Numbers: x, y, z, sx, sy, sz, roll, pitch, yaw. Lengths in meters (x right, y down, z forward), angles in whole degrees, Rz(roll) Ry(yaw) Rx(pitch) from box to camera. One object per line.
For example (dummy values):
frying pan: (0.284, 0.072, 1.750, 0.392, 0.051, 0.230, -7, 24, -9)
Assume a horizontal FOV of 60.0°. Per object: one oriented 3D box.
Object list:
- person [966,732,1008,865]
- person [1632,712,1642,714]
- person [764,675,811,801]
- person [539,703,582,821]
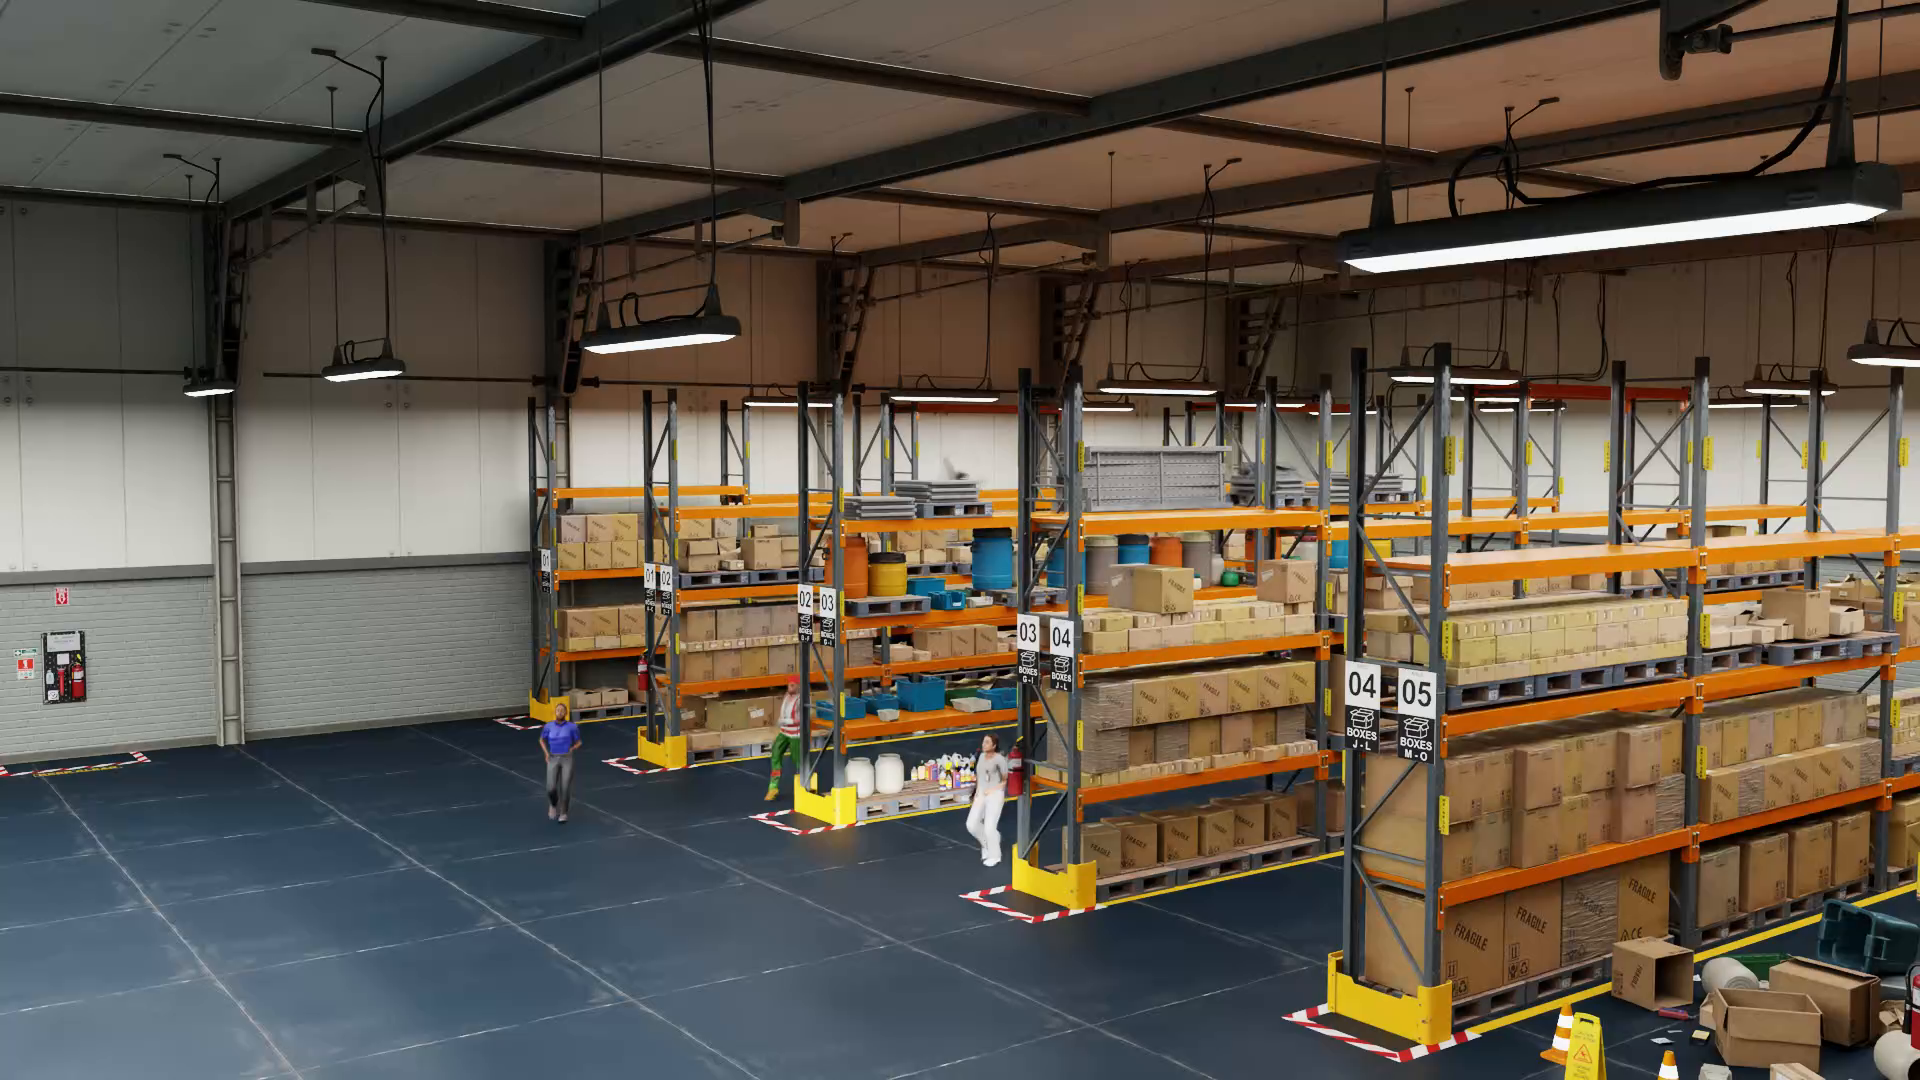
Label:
person: (0.349, 3.152, 20.216, 0.572, 1.635, 0.537, 3, 4, 39)
person: (8.533, 3.058, 20.820, 0.799, 1.842, 0.645, -3, 4, -40)
person: (-2.404, 2.859, 24.172, 0.683, 1.821, 0.904, 3, 4, 39)
person: (-5.406, 3.031, 22.479, 0.577, 1.595, 0.557, -1, 3, -9)
